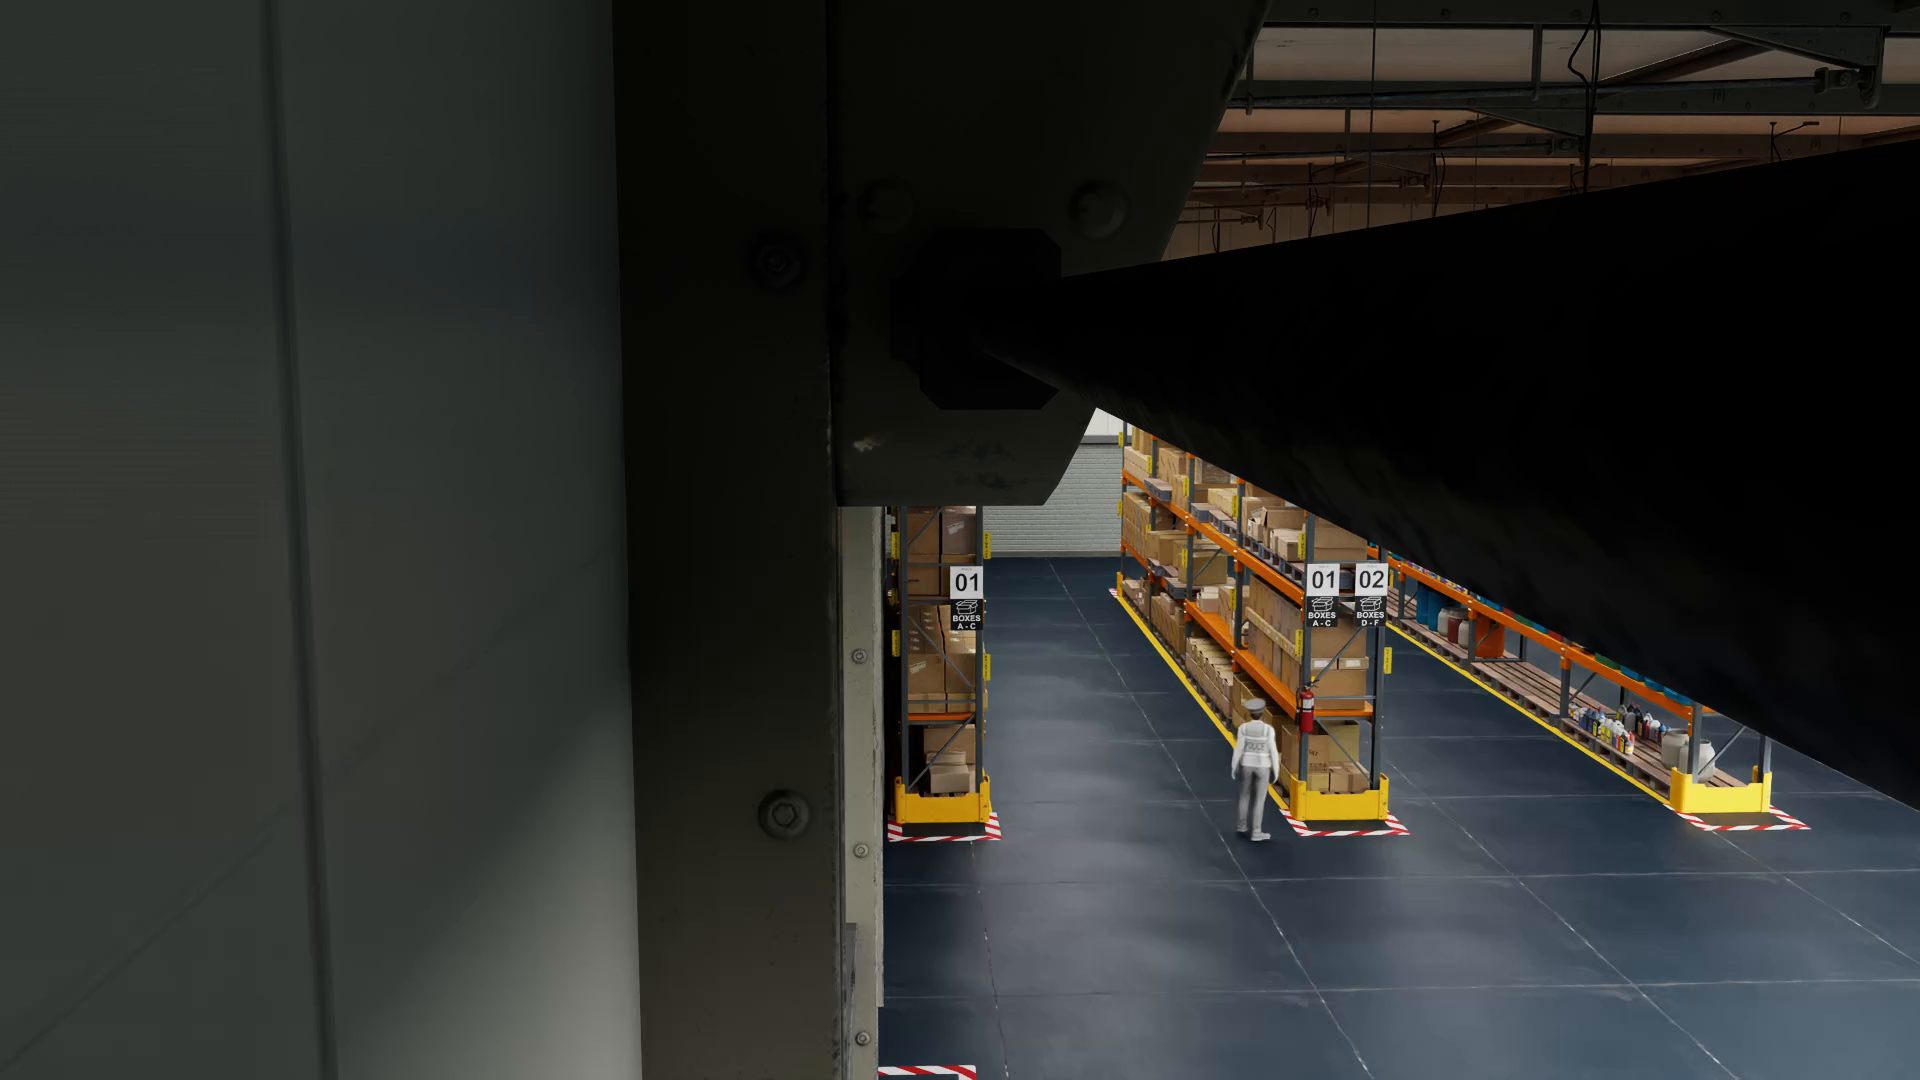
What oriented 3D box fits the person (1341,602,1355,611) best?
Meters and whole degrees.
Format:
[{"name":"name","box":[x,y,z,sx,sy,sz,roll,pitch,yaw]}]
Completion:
[{"name":"person","box":[7.116,1.255,29.908,0.515,1.736,1.051,-1,8,-4]}]

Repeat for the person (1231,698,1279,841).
[{"name":"person","box":[3.549,2.737,19.897,0.565,1.673,0.523,4,9,25]}]
